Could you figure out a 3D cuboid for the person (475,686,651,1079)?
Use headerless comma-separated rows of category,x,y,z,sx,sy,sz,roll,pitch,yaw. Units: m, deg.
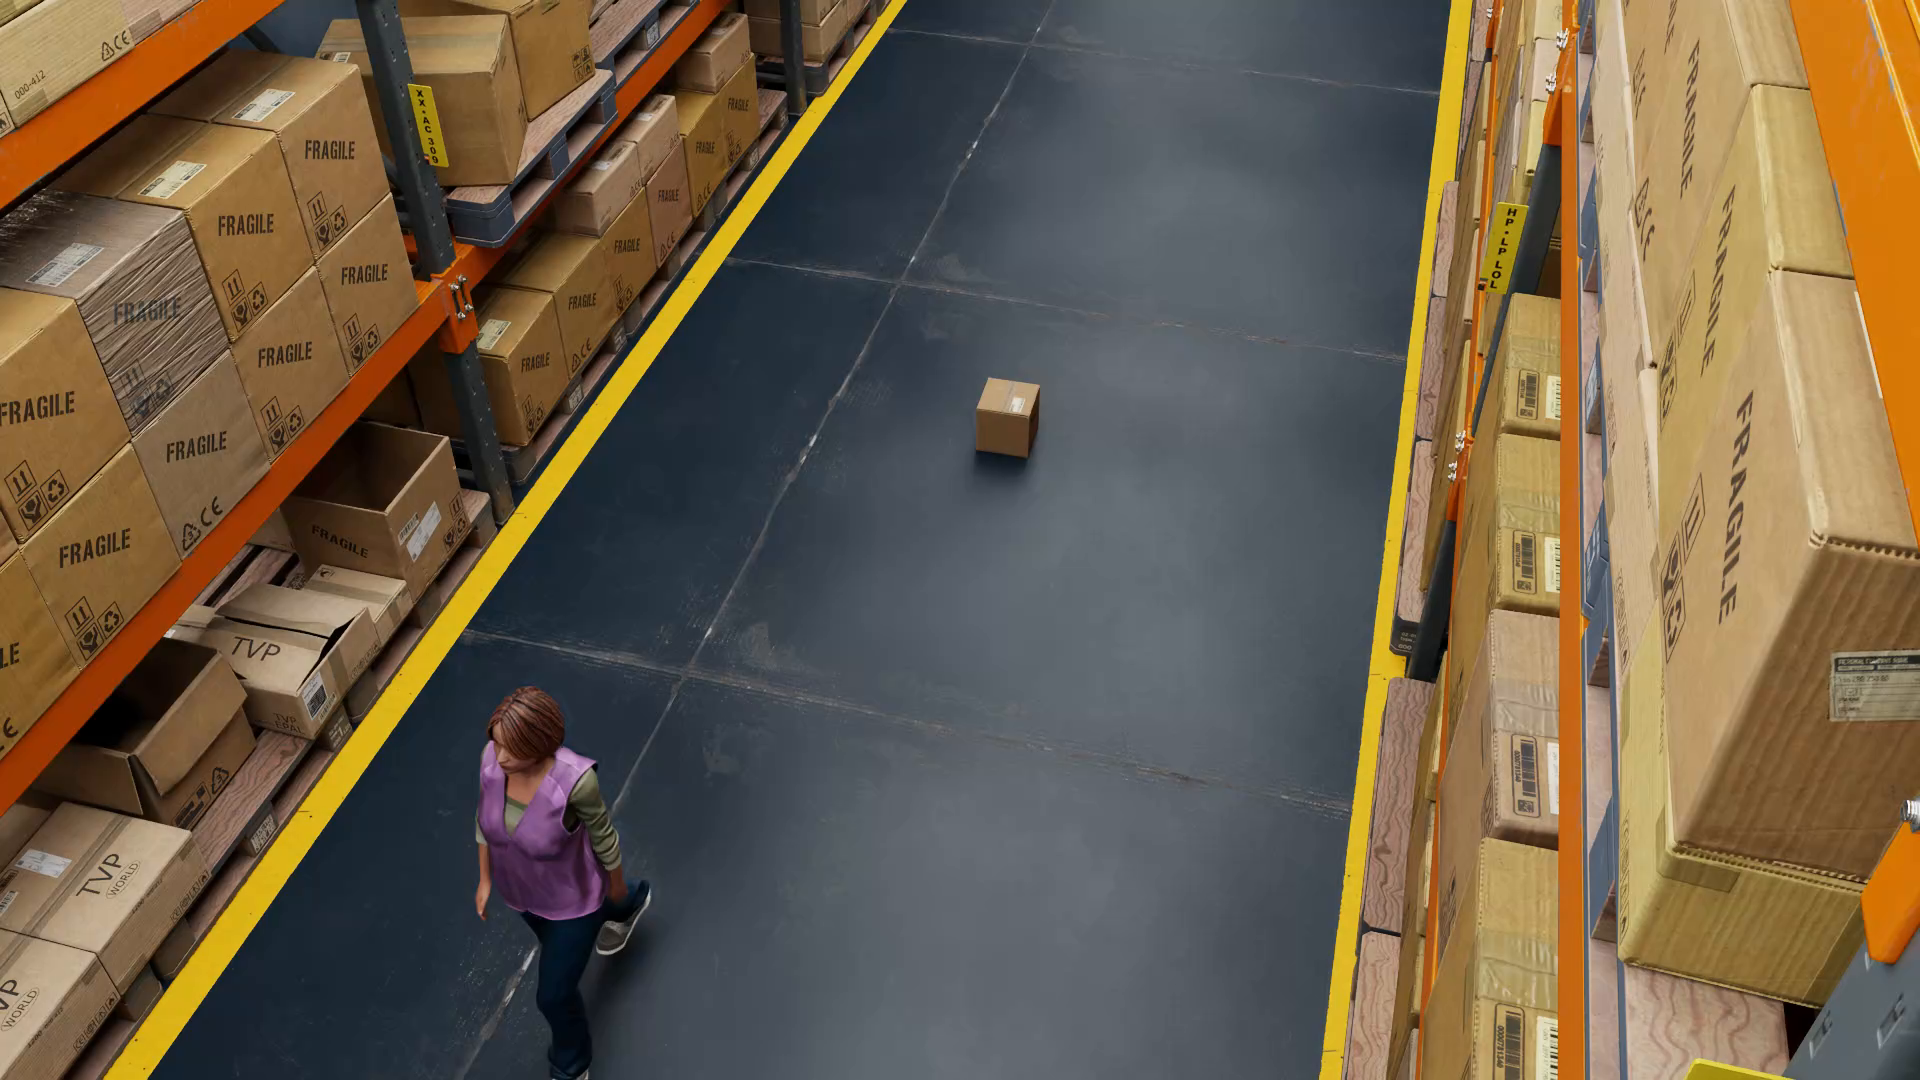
person,-1.222,1.012,5.024,0.418,1.542,0.859,18,45,19
